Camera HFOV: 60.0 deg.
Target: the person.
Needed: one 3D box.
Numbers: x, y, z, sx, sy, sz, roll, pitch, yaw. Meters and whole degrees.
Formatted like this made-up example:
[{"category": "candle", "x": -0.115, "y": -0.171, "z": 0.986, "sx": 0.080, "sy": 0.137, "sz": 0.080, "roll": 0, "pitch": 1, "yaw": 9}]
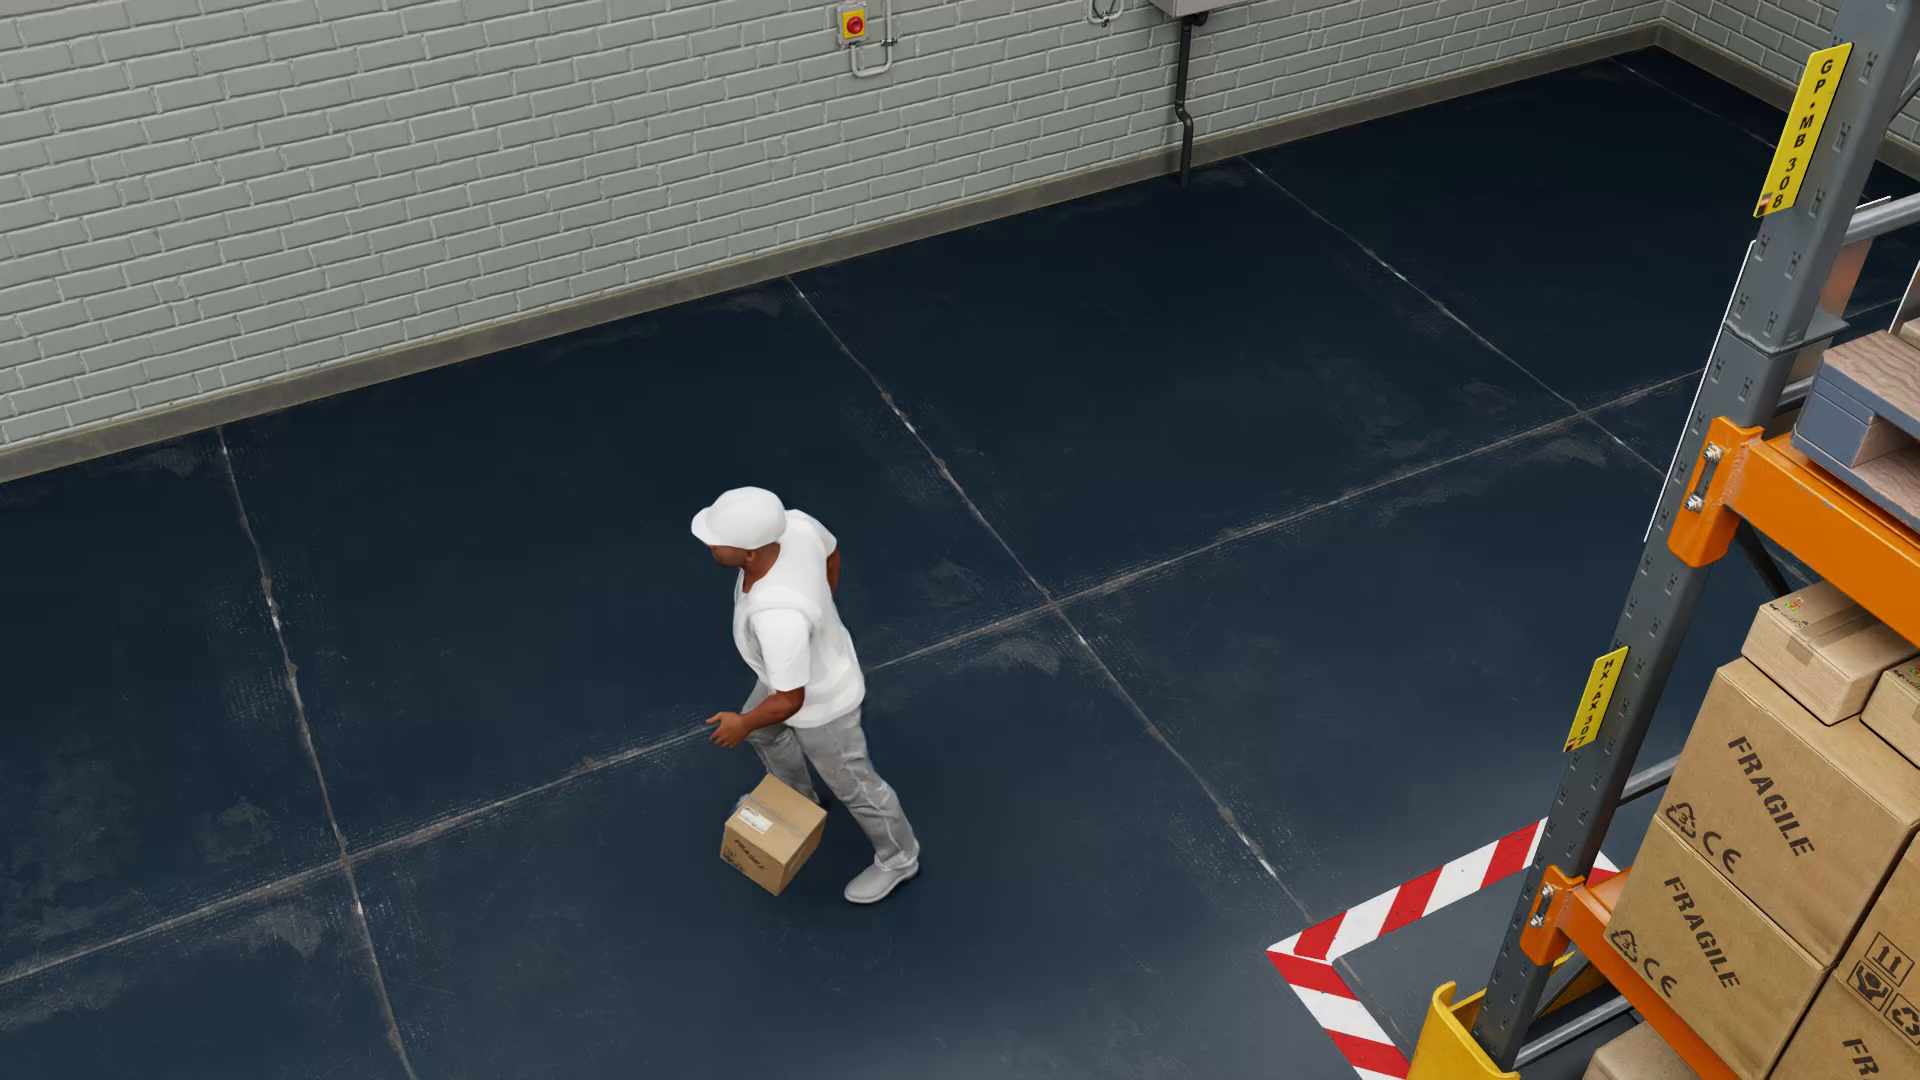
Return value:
[{"category": "person", "x": -0.518, "y": 0.480, "z": 5.612, "sx": 0.697, "sy": 1.708, "sz": 0.667, "roll": -7, "pitch": 42, "yaw": -8}]
